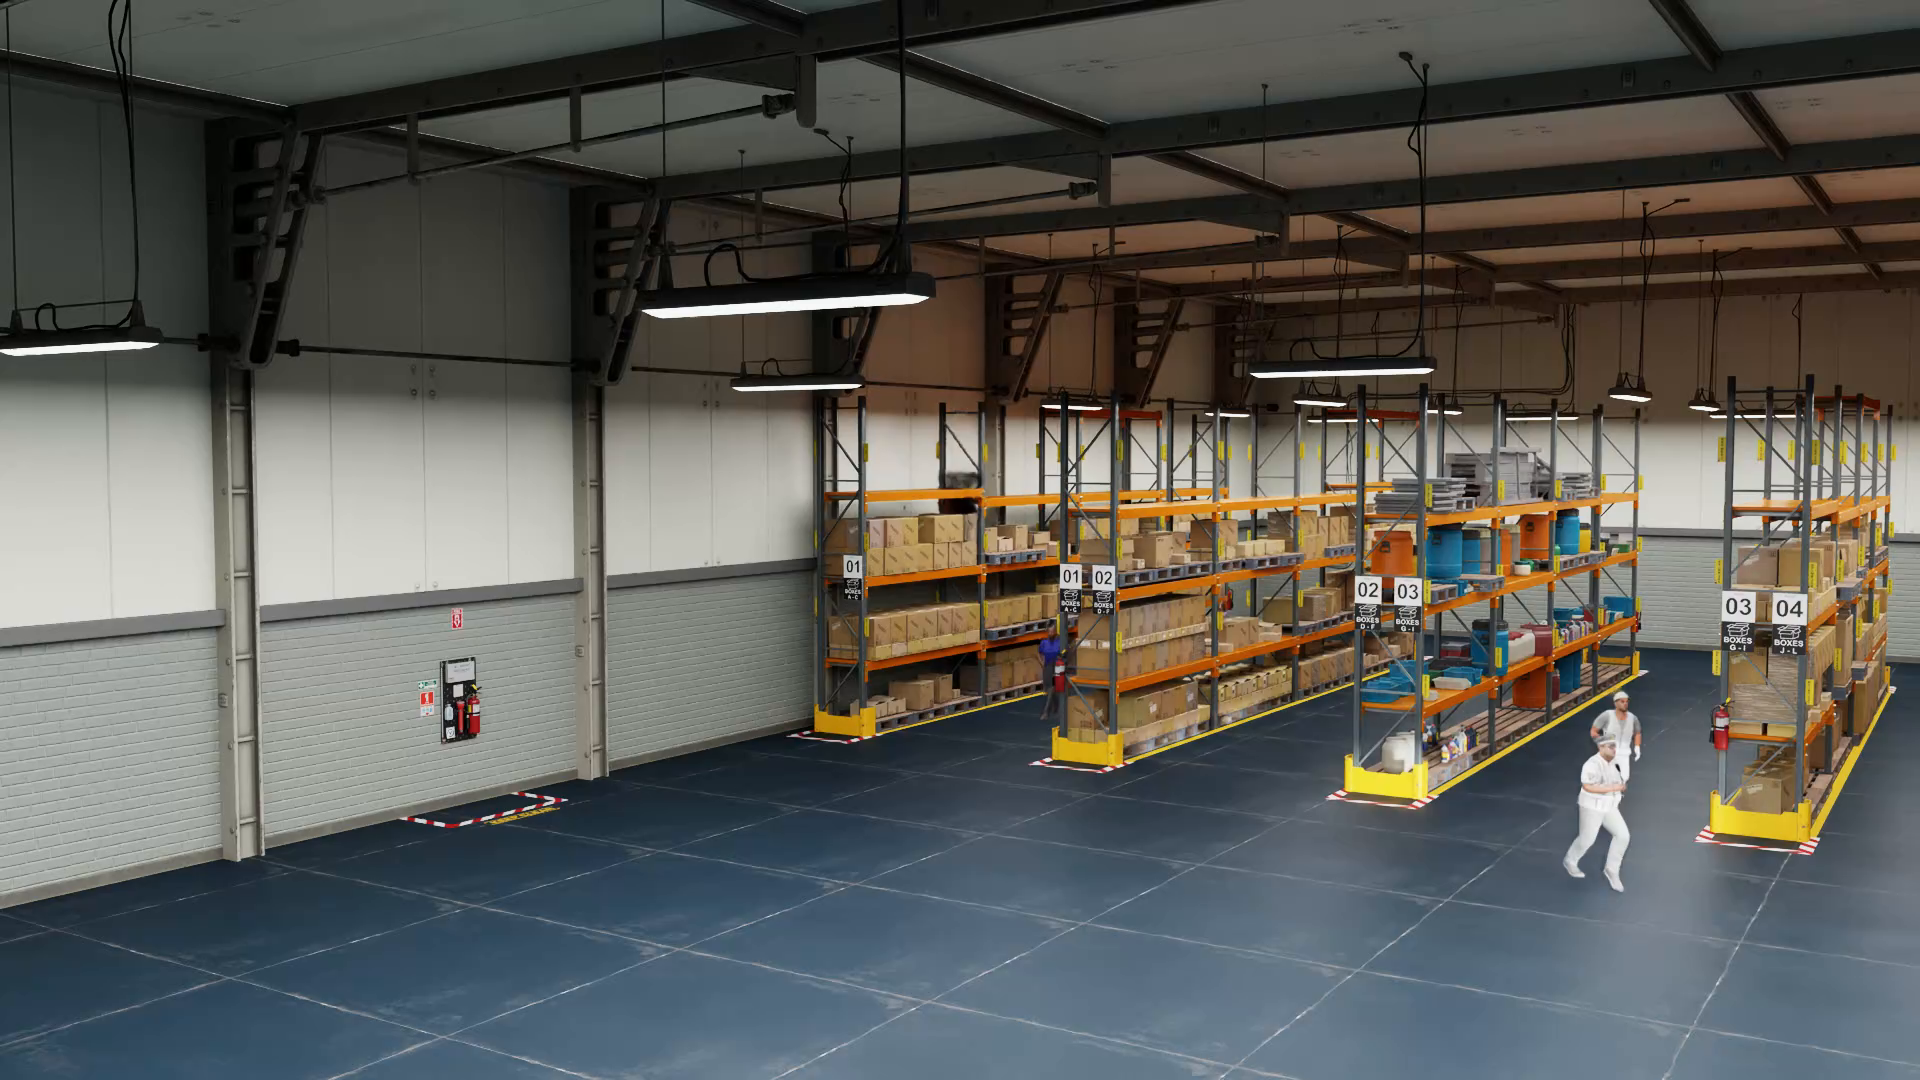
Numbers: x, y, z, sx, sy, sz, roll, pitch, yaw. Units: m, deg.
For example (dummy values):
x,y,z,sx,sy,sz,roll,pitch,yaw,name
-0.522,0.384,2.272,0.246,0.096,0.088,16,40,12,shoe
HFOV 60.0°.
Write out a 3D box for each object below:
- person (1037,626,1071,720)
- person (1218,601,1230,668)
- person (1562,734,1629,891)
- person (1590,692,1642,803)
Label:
x,y,z,sx,sy,sz,roll,pitch,yaw,name
1.663,2.351,29.776,0.599,1.651,0.796,1,3,20,person
5.960,2.205,38.084,0.498,1.615,0.757,1,3,17,person
7.371,3.121,19.251,0.687,1.831,0.877,-2,4,-31,person
9.017,2.944,22.848,0.691,1.752,0.644,0,3,-1,person
